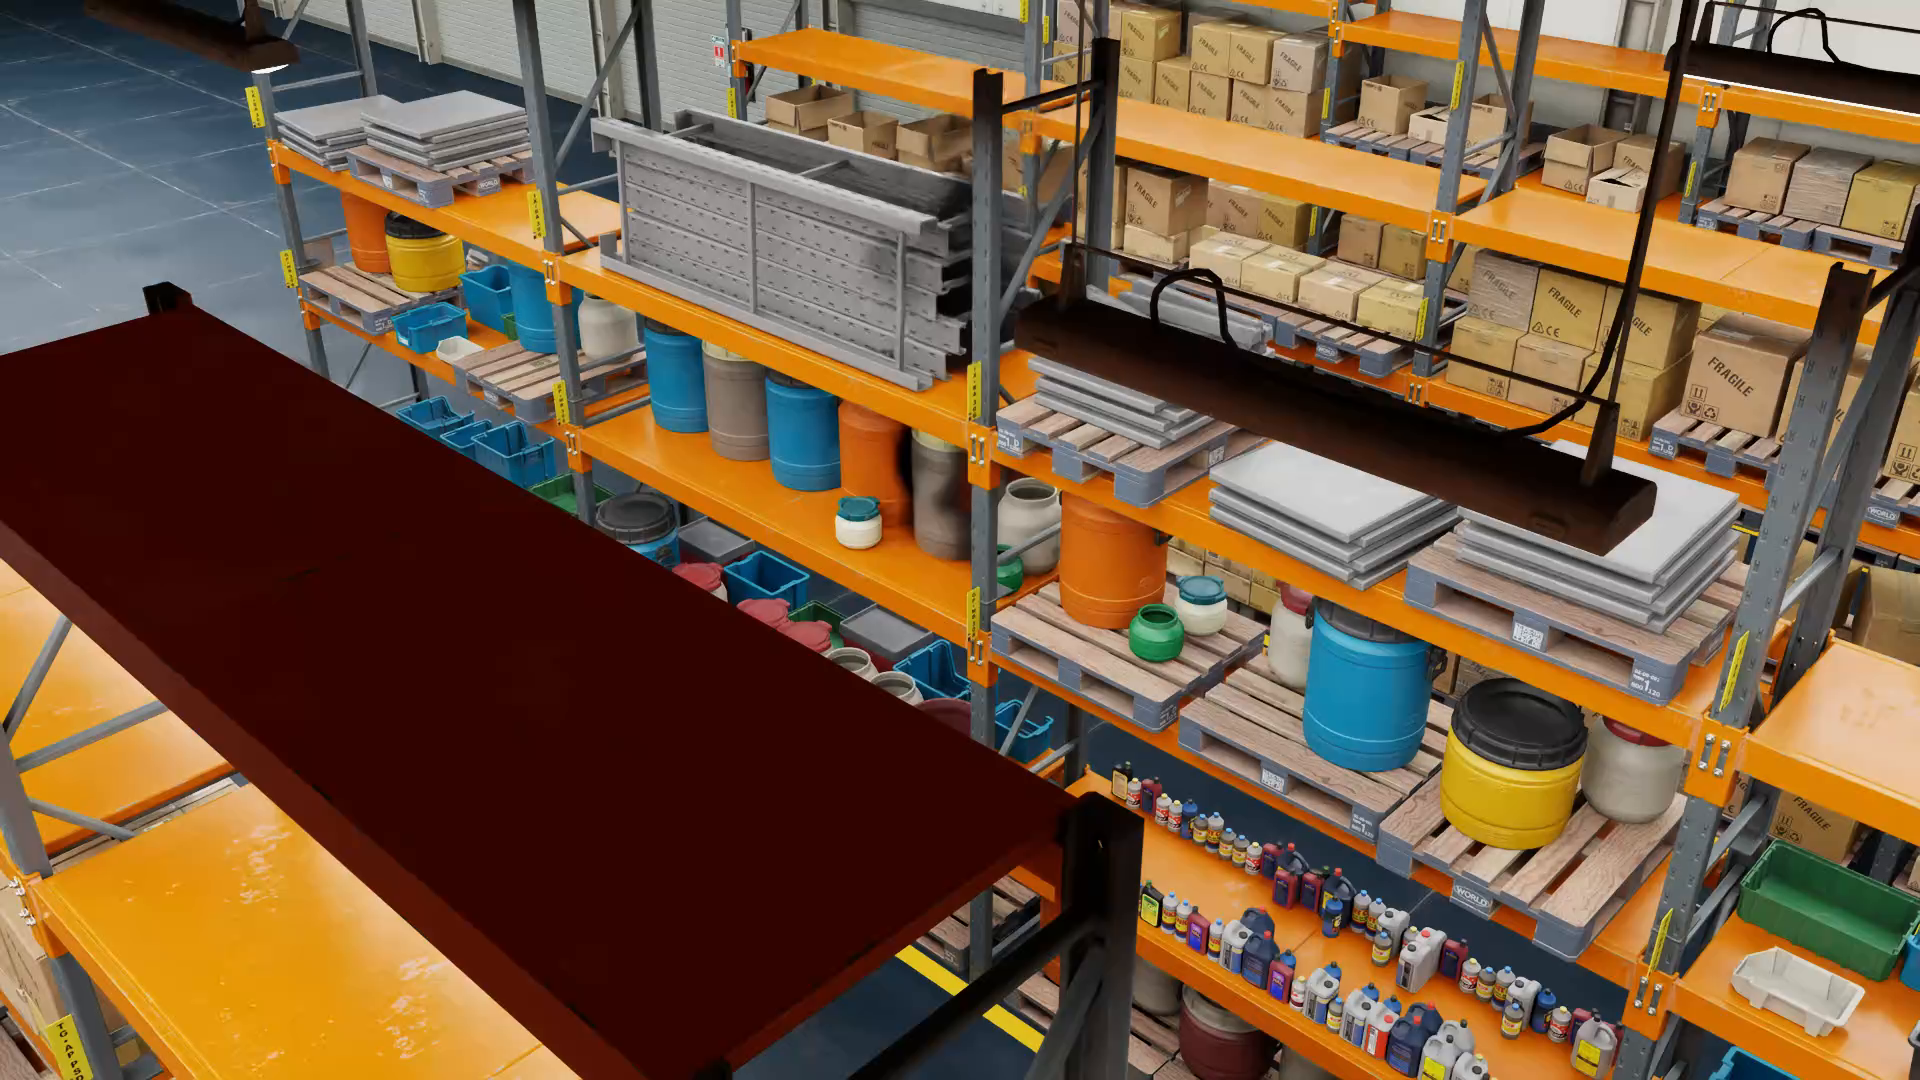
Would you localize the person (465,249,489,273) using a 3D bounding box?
[{"bbox_3d":[-5.325,-2.451,18.835,0.652,1.760,0.655,-10,31,-18],"label":"person"}]
